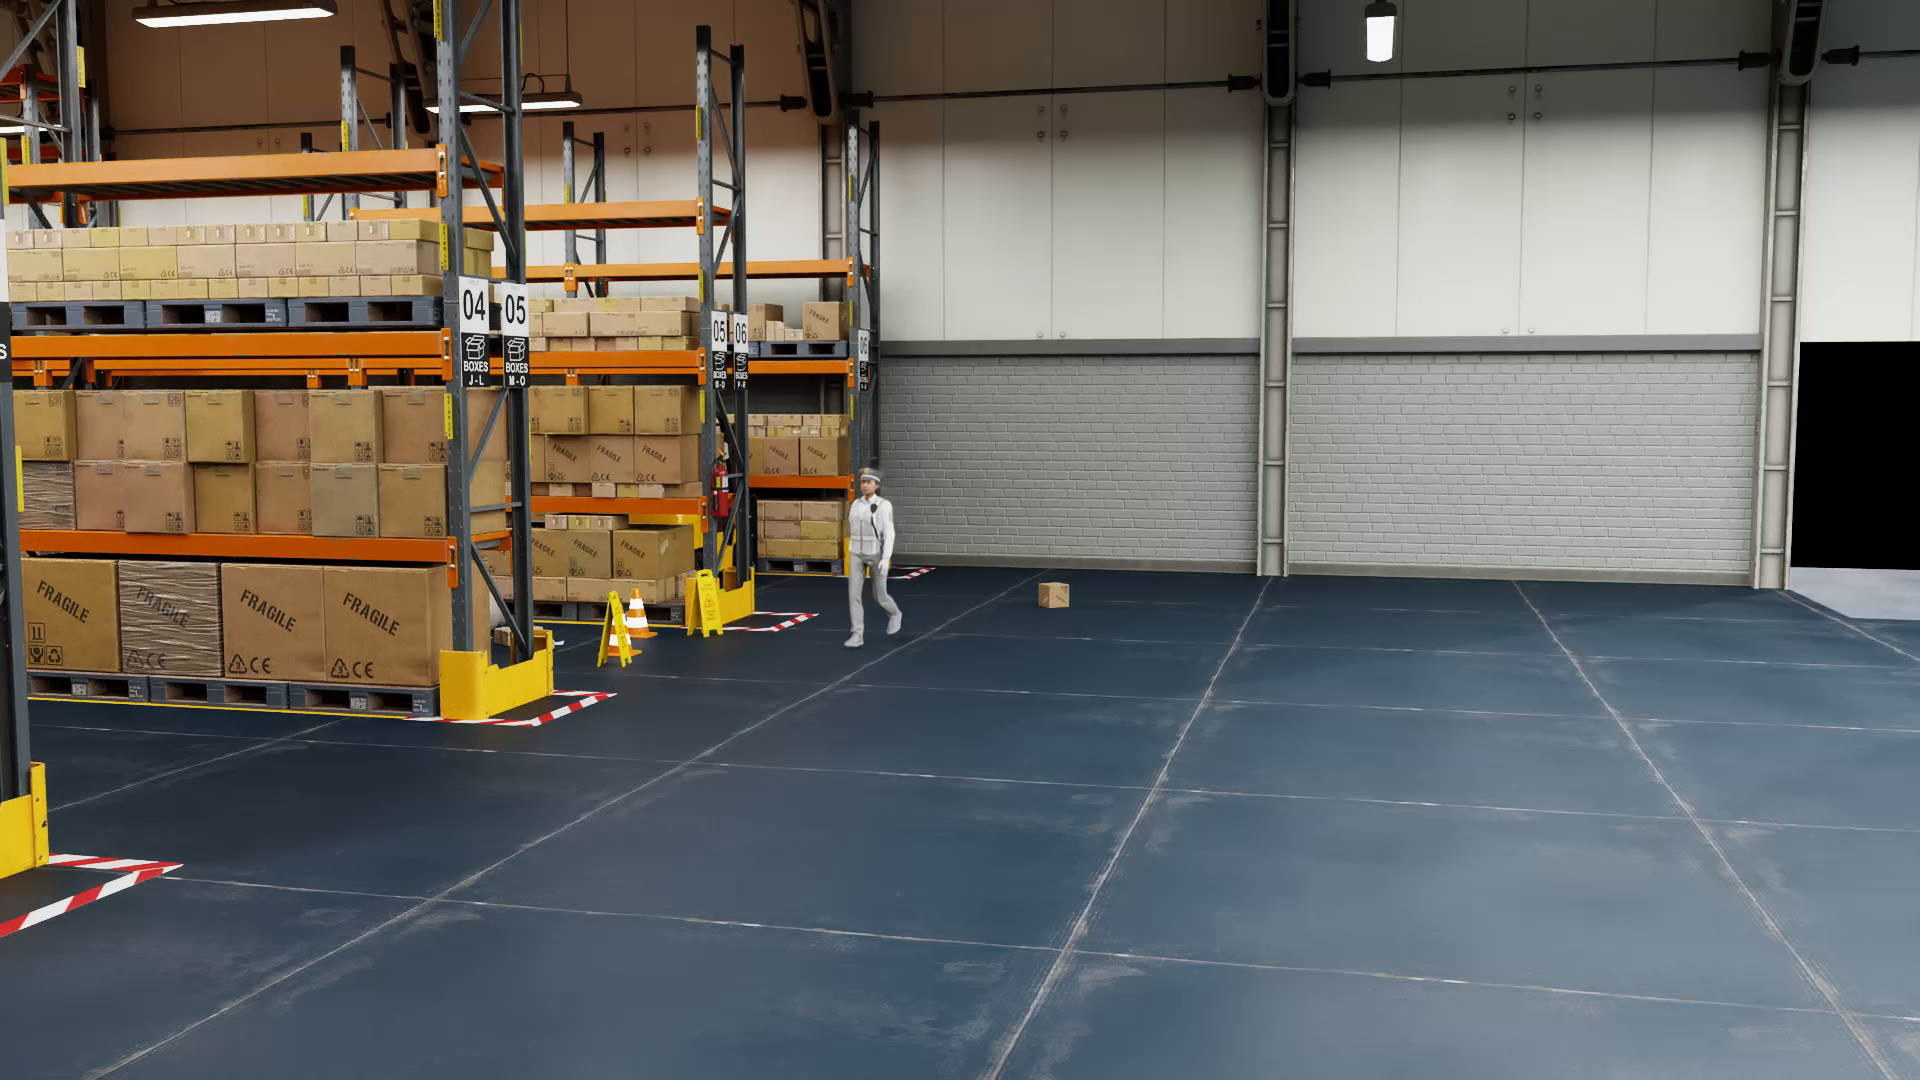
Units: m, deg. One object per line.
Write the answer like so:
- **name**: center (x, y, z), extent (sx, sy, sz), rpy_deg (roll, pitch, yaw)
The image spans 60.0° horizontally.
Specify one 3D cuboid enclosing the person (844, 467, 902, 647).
- **person**: center (-0.823, 0.141, 15.639), extent (0.488, 1.659, 0.837), rpy_deg (2, 5, 24)
